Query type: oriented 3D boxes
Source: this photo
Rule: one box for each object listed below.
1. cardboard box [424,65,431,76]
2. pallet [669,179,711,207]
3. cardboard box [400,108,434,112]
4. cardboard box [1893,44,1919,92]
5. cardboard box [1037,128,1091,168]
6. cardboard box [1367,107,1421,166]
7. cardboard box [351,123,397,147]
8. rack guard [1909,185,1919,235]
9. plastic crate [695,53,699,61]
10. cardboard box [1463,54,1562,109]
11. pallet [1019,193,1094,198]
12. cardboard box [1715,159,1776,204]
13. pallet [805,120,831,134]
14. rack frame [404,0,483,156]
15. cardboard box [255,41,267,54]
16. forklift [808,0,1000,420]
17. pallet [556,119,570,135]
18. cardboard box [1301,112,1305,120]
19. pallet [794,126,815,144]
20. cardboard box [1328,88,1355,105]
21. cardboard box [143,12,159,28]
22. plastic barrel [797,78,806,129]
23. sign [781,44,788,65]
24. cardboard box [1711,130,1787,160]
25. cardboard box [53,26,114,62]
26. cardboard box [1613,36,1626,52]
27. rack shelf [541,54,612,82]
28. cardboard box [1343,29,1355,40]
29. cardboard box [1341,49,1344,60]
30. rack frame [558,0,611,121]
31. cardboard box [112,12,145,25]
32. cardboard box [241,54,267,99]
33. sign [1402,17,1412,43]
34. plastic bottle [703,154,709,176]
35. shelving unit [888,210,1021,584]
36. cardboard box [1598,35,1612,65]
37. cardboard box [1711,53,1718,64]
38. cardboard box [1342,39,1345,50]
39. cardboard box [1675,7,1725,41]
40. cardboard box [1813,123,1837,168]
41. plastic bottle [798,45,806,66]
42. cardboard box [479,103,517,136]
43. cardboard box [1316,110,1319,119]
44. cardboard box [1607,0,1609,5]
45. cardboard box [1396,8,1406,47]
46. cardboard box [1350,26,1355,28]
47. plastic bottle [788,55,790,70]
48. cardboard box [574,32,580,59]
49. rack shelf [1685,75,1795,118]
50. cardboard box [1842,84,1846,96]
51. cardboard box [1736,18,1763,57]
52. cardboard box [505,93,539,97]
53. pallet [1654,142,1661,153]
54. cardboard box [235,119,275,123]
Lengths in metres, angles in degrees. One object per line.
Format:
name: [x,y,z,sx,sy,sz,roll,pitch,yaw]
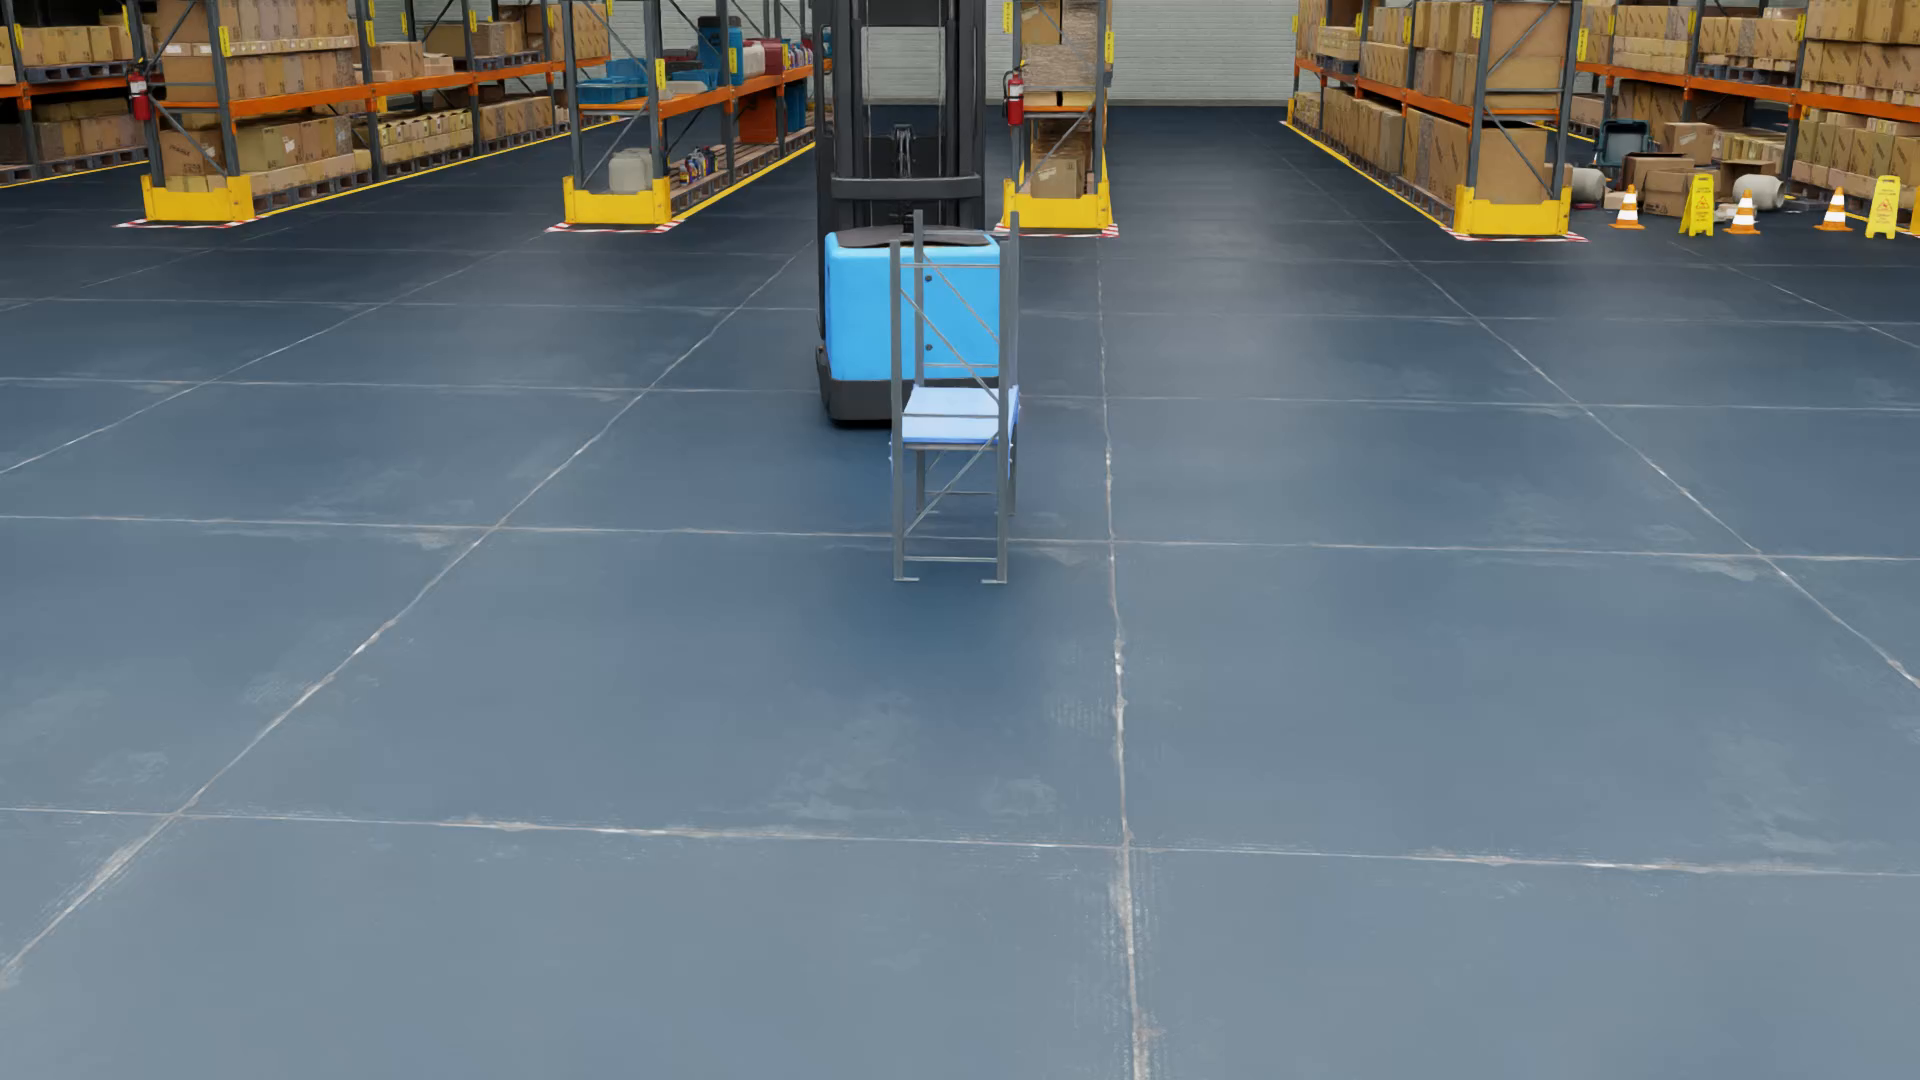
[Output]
cardboard box: [-8.270,-7.130,25.268,0.380,0.149,0.250,3,18,8]
pallet: [-3.755,-4.380,20.950,1.003,0.211,1.213,1,18,4]
cardboard box: [-8.565,-6.650,26.241,0.500,0.311,0.500,2,18,6]
cardboard box: [10.762,-5.237,18.451,0.500,0.500,0.500,1,18,4]
cardboard box: [1.425,-5.393,22.873,0.700,0.500,0.500,0,18,0]
cardboard box: [6.327,-5.665,23.332,1.050,0.750,0.750,1,18,4]
cardboard box: [-8.243,-5.686,23.300,0.500,0.311,0.500,1,18,4]
rack guard: [10.963,-3.554,17.967,1.175,0.500,0.348,1,18,4]
plastic crate: [-3.812,-6.634,23.378,0.392,0.384,0.575,1,18,4]
cardboard box: [5.994,-4.985,18.078,0.875,0.550,0.550,1,18,4]
pallet: [1.172,-3.890,19.454,1.003,0.211,1.213,1,18,4]
cardboard box: [9.810,-4.472,20.763,0.500,0.500,0.500,17,25,41]
pallet: [-2.993,-7.681,31.026,1.003,0.211,1.213,1,18,4]
rack frame: [-8.234,-7.646,26.442,1.000,3.000,0.127,1,18,4]
cardboard box: [-8.509,-5.872,19.825,0.380,0.149,0.250,1,18,3]
forklift: [-0.410,-2.516,10.895,1.130,2.935,3.031,-2,18,-6]
pallet: [-7.897,-7.777,31.318,1.003,0.211,1.213,1,18,4]
cardboard box: [6.699,-8.062,31.613,0.380,0.149,0.250,0,18,1]
pallet: [-3.104,-7.213,29.598,1.003,0.211,1.213,1,18,4]
cardboard box: [6.521,-7.503,28.141,0.500,0.250,0.500,2,18,5]
cardboard box: [-12.884,-8.455,27.034,0.500,0.250,0.500,2,18,5]
plastic barrel: [-3.063,-7.811,29.639,0.600,0.901,0.708,1,18,4]
sign: [-2.745,-7.602,26.044,0.100,0.325,0.005,1,18,4]
cardboard box: [11.435,-5.749,24.197,0.950,0.372,0.625,1,18,3]
cardboard box: [-13.266,-7.479,25.063,0.700,0.500,0.500,1,18,4]
cardboard box: [11.505,-8.481,28.427,0.500,0.250,0.500,1,18,2]
rack shelf: [-7.804,-9.168,32.241,1.077,0.370,4.000,1,18,4]
cardboard box: [6.184,-7.885,25.944,0.380,0.149,0.250,1,18,3]
cardboard box: [6.183,-7.603,26.037,0.380,0.149,0.250,1,18,4]
rack frame: [-7.661,-10.131,34.024,1.000,3.000,0.127,1,18,4]
cardboard box: [-13.402,-8.457,27.041,0.500,0.250,0.500,2,18,5]
cardboard box: [-8.729,-5.517,19.783,0.700,0.500,0.500,2,18,5]
sign: [5.757,-6.561,21.398,0.100,0.325,0.005,1,18,4]
plastic bottle: [-3.323,-4.893,21.694,0.061,0.283,0.133,3,18,8]
shelving unit: [-0.006,-0.686,7.609,0.538,1.500,1.048,1,18,4]
cardboard box: [11.596,-8.643,29.321,0.500,0.500,0.500,1,18,4]
cardboard box: [11.203,-7.015,24.244,0.380,0.149,0.250,0,18,0]
cardboard box: [6.185,-7.750,26.009,0.380,0.149,0.250,2,18,6]
cardboard box: [11.307,-7.892,25.425,0.500,0.500,0.500,1,18,2]
cardboard box: [10.906,-4.866,20.494,0.500,0.500,0.500,2,18,6]
plastic bottle: [-2.760,-8.403,28.831,0.144,0.351,0.185,1,18,4]
cardboard box: [-7.844,-7.121,28.146,0.500,0.500,0.500,1,18,3]
cardboard box: [6.578,-7.615,29.773,0.380,0.149,0.250,2,18,5]
cardboard box: [11.677,-9.536,29.399,0.380,0.149,0.250,1,18,4]
cardboard box: [6.401,-7.033,22.805,0.700,0.500,0.500,1,18,4]
cardboard box: [7.160,-8.861,29.511,0.500,0.500,0.500,1,18,3]
plastic bottle: [-2.836,-7.862,27.288,0.061,0.283,0.133,1,18,4]
cardboard box: [-7.568,-9.403,31.641,0.500,0.500,0.500,1,18,4]
rack shelf: [11.387,-6.240,23.304,1.077,0.370,4.000,1,18,4]
cardboard box: [10.906,-5.428,20.075,0.380,0.149,0.250,1,18,4]
cardboard box: [11.162,-6.975,23.078,0.500,0.500,0.500,1,18,2]
cardboard box: [-8.190,-8.093,31.113,0.500,0.500,0.500,1,18,4]
pallet: [11.662,-6.121,26.264,1.003,0.211,1.213,1,18,4]
cardboard box: [-8.972,-5.050,21.056,0.500,0.500,0.500,1,18,4]
